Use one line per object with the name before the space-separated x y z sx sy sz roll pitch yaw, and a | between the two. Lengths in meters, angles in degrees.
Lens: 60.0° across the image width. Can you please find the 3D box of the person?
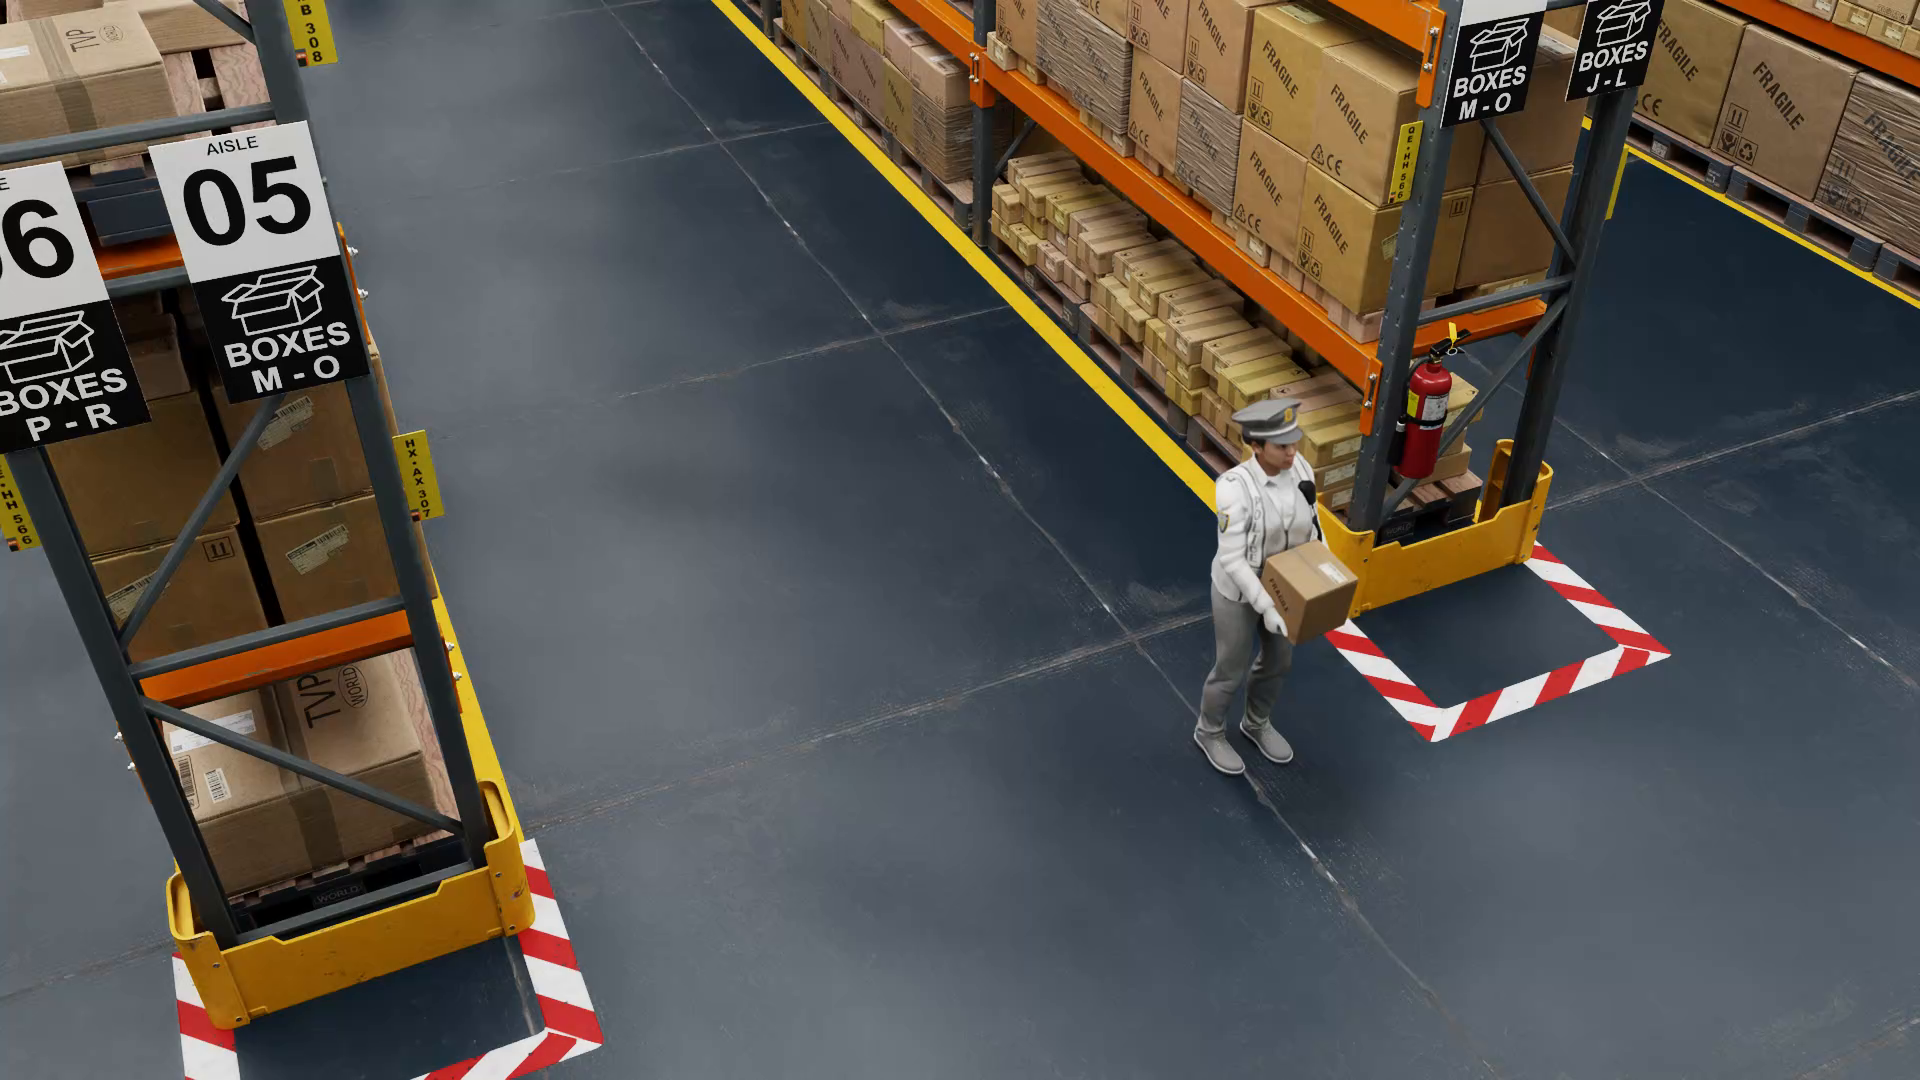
person | 1.212 0.221 6.546 0.459 1.686 0.555 -19 42 -23
